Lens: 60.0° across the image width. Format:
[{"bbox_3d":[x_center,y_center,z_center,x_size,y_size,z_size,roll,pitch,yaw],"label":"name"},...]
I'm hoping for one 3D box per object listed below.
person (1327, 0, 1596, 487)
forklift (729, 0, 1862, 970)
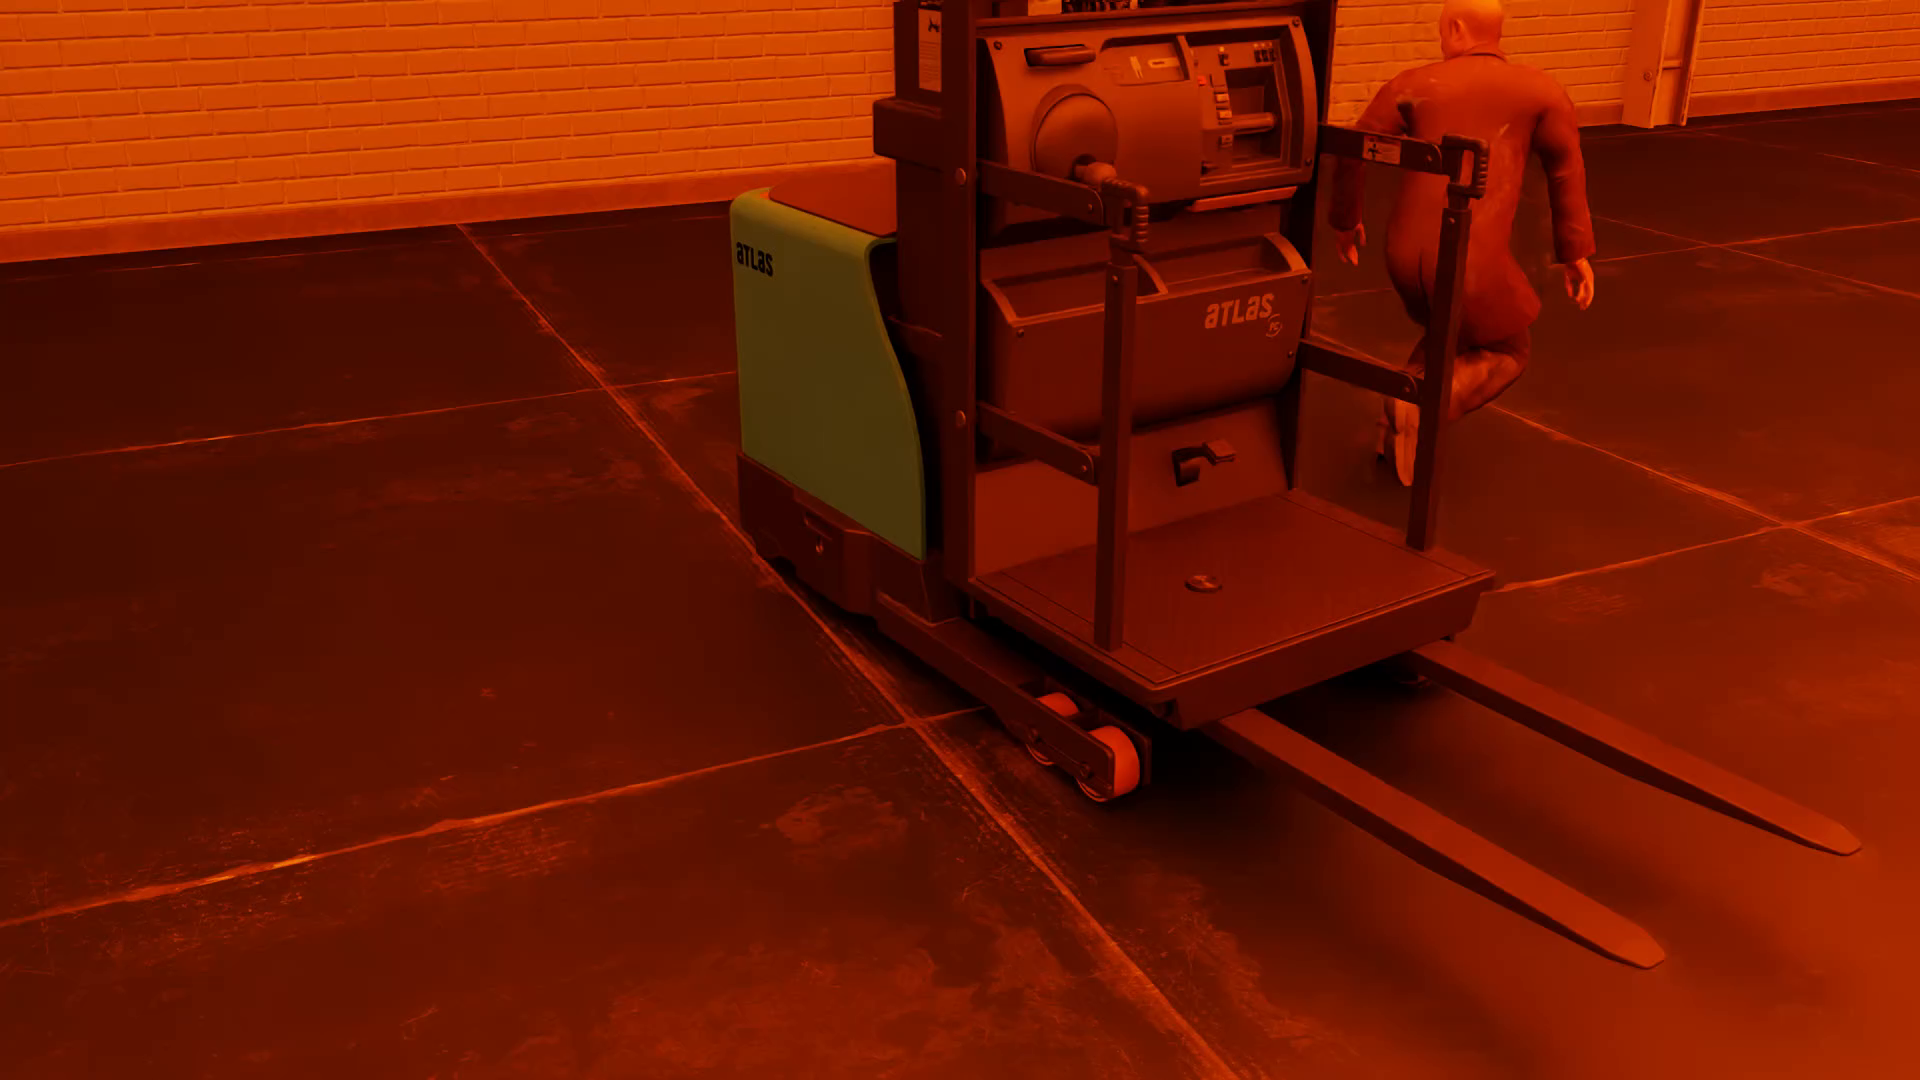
[{"bbox_3d":[1.595,-0.978,5.469,0.877,1.573,0.676,19,29,38],"label":"person"},{"bbox_3d":[0.580,-0.980,3.645,1.130,2.935,3.031,-15,27,-31],"label":"forklift"}]
